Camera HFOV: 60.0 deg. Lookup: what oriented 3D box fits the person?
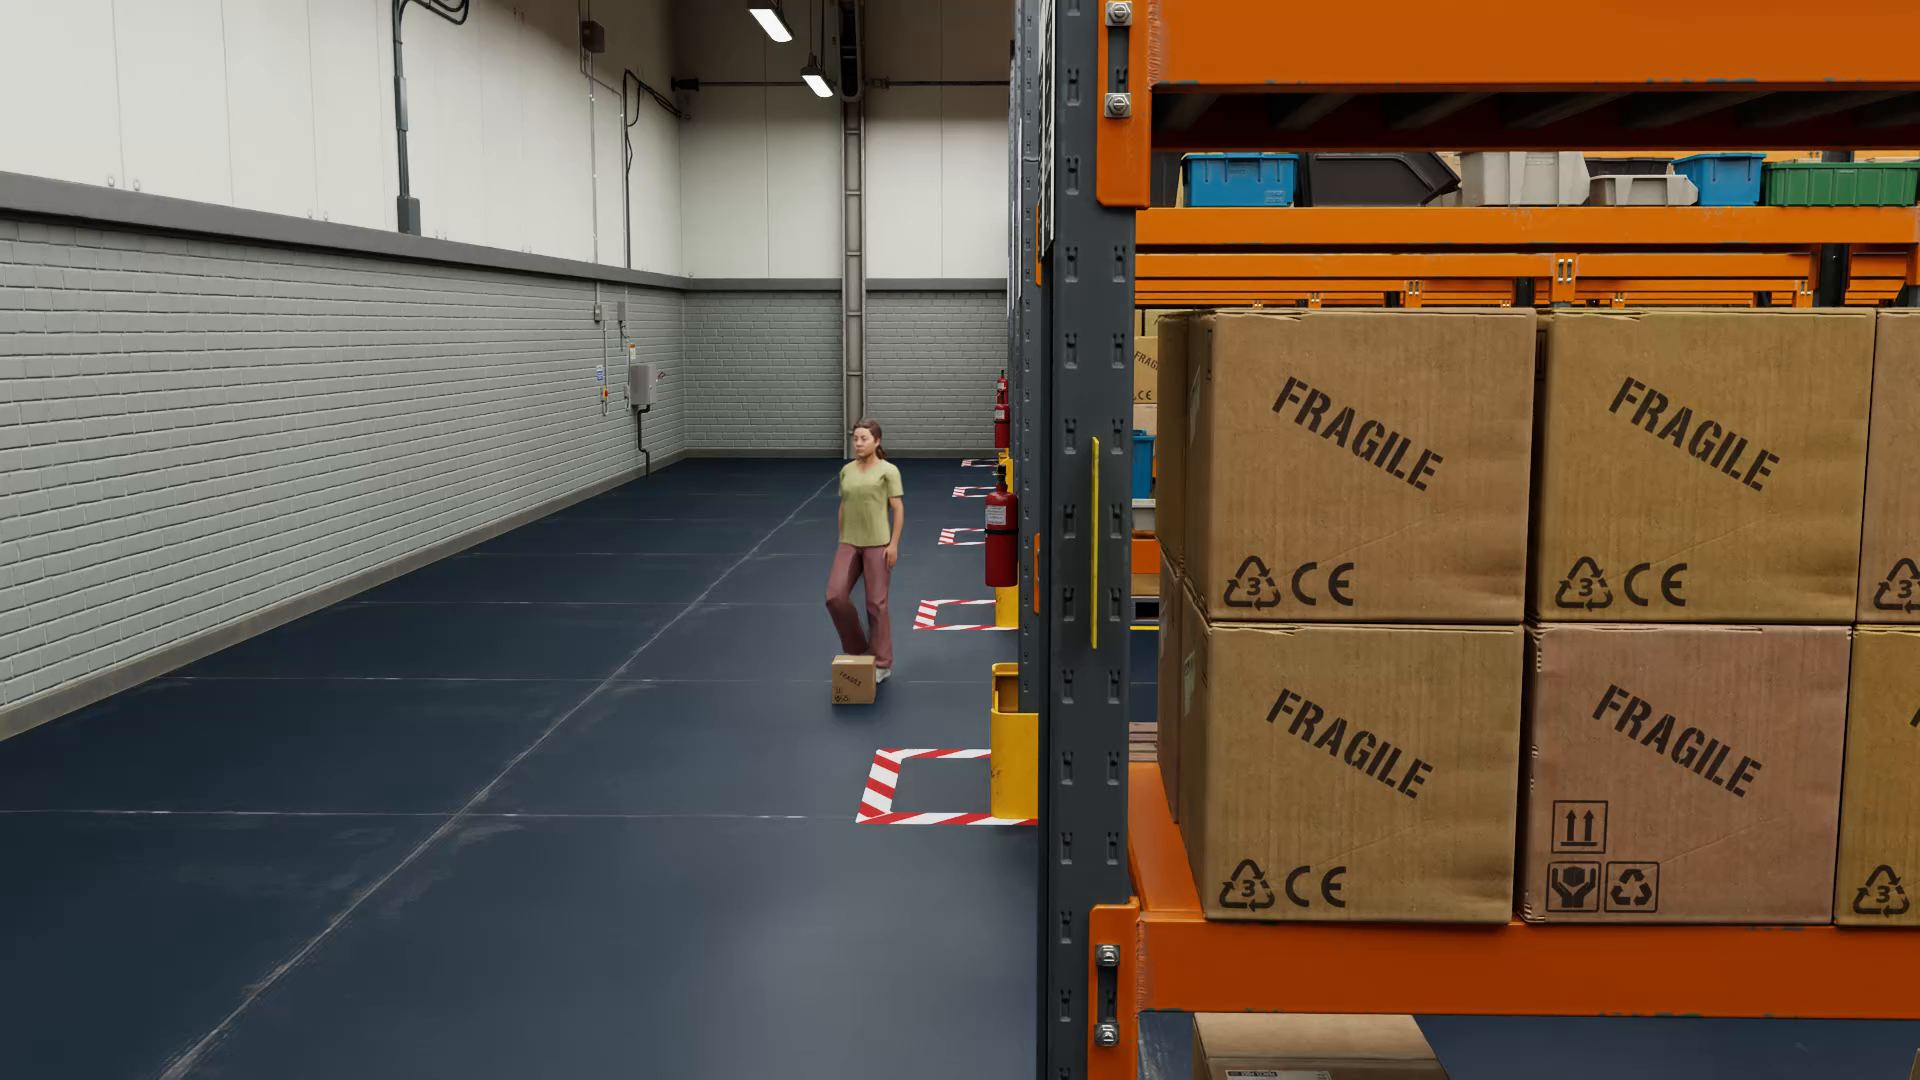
[{"bbox_3d":[-0.608,0.078,10.660,0.485,1.694,0.523,3,8,21],"label":"person"}]
